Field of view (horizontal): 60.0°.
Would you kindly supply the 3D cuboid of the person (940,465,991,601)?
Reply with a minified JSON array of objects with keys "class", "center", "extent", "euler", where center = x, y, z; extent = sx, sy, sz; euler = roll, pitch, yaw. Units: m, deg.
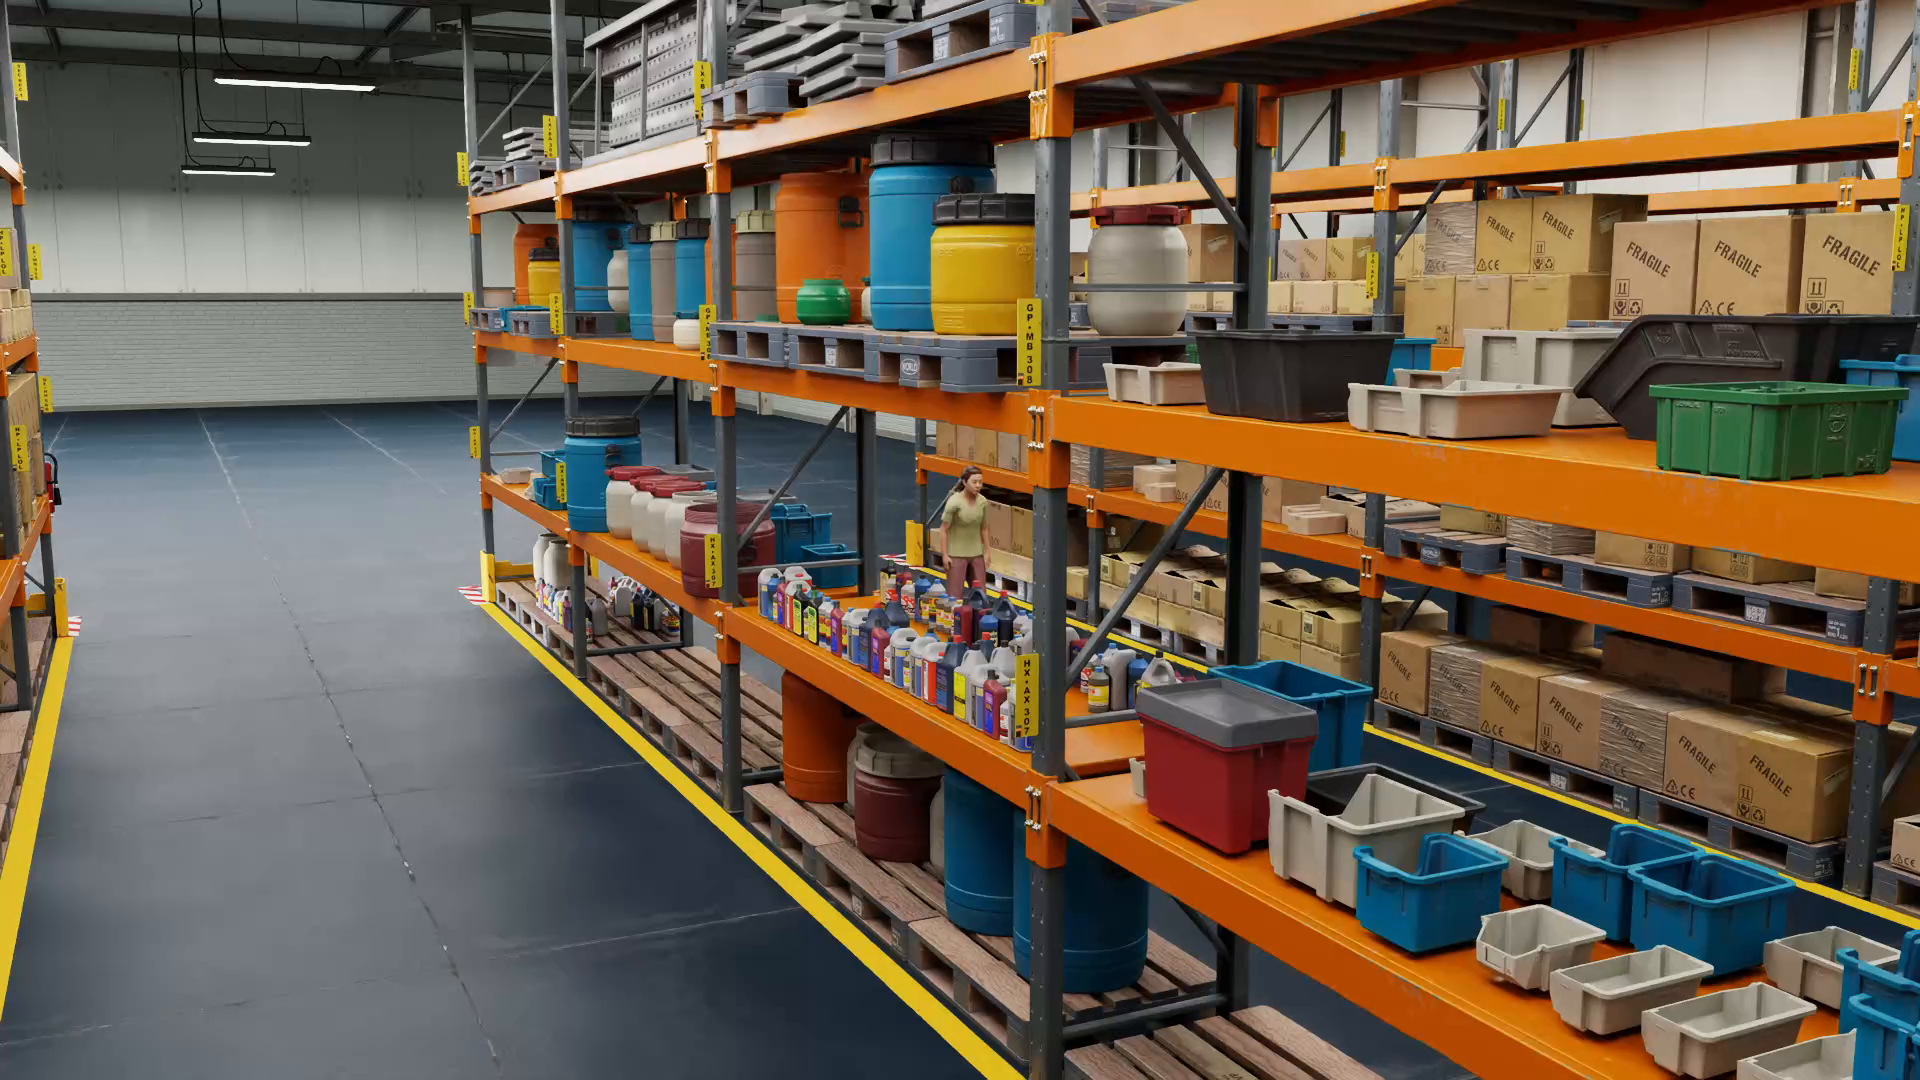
[{"class":"person","center":[0.060,0.164,14.770],"extent":[0.521,1.671,0.364],"euler":[-5,10,-29]}]
